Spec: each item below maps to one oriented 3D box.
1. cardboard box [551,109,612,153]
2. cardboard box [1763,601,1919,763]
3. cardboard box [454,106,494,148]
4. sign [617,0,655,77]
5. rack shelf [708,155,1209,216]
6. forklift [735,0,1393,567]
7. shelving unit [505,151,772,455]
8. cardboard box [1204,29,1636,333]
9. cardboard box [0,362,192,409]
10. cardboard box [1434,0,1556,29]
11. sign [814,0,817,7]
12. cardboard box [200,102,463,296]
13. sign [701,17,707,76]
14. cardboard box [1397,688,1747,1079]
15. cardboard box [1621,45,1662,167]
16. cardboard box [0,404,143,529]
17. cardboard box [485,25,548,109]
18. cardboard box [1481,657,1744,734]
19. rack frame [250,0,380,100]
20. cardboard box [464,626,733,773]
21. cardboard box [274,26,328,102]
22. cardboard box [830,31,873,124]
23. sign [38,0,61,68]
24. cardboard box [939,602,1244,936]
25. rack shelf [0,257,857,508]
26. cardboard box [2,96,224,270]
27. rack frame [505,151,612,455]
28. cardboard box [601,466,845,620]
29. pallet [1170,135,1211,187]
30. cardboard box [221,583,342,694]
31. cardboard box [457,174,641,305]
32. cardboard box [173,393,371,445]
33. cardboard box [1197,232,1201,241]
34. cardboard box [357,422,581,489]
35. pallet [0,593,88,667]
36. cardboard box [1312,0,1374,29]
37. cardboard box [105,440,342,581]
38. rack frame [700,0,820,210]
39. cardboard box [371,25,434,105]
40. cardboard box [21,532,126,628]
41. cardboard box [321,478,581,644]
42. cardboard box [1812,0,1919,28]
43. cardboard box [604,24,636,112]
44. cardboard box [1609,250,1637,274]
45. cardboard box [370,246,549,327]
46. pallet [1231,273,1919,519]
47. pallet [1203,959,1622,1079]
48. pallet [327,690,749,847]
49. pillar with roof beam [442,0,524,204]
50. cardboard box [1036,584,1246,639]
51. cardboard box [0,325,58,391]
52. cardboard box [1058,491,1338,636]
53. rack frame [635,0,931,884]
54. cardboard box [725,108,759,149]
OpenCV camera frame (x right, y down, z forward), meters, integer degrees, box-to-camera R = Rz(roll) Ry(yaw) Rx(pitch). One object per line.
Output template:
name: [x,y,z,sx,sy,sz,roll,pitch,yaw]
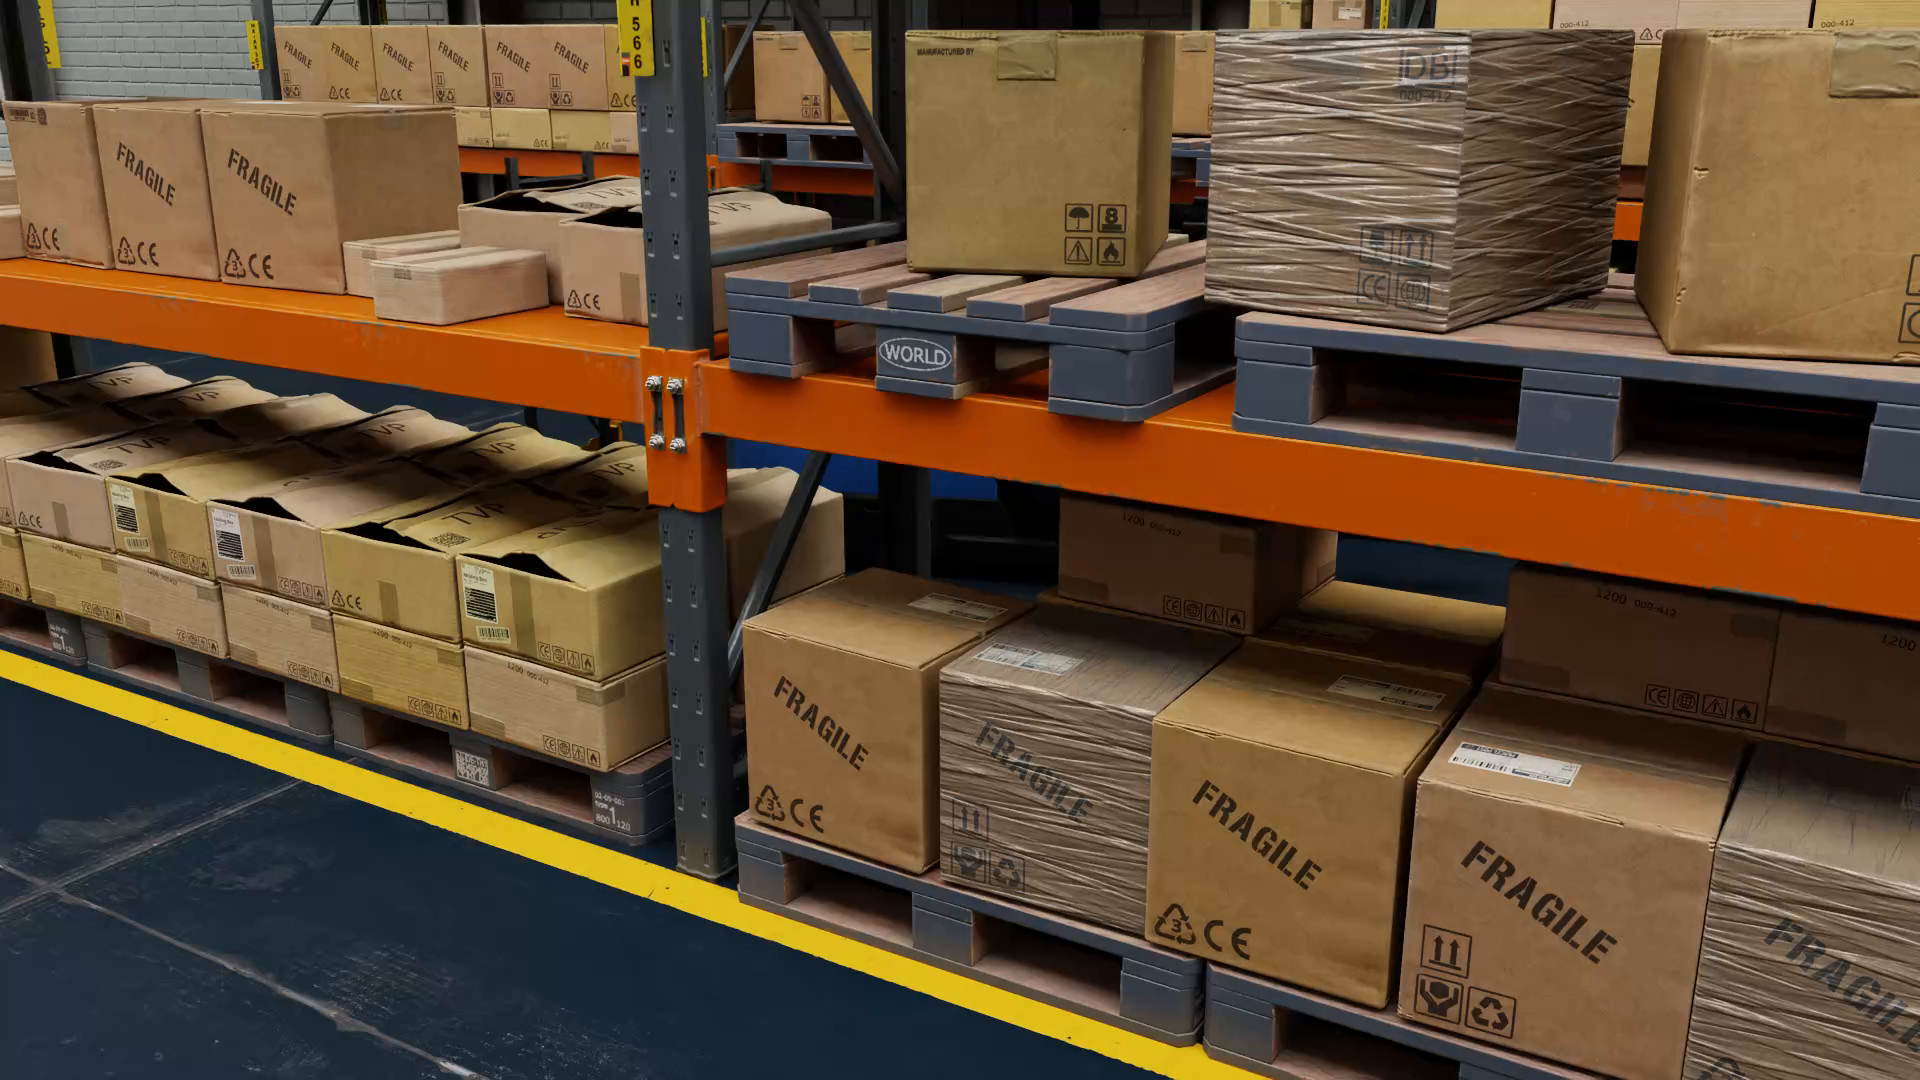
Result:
cardboard box: [-2.195,-2.570,10.404,0.500,0.250,0.500,10,20,30]
cardboard box: [1.878,0.228,3.224,0.500,0.250,0.500,10,20,30]
cardboard box: [-3.061,-2.719,10.894,0.500,0.250,0.500,10,20,31]
sign: [-0.681,-1.137,3.472,0.005,0.325,0.100,10,20,30]
rack shelf: [0.491,-1.909,9.242,4.000,0.370,1.077,10,20,30]
forklift: [0.673,-1.379,6.380,3.031,2.935,1.130,3,17,9]
shelving unit: [-1.360,-0.895,7.248,1.083,1.500,0.587,10,20,30]
cardboard box: [0.881,-0.716,3.182,0.500,0.500,0.700,15,22,40]
cardboard box: [-3.307,-0.493,6.386,0.500,0.311,0.500,10,20,30]
cardboard box: [2.472,-2.370,7.514,0.500,0.250,0.500,11,20,31]
sign: [-0.925,-3.249,10.425,0.005,0.325,0.100,10,20,30]
cardboard box: [-1.832,-1.020,4.907,0.500,0.500,0.500,9,19,27]
sign: [-1.490,-2.836,9.566,0.005,0.325,0.100,10,20,30]
cardboard box: [1.166,0.638,3.163,0.500,0.500,0.500,9,19,28]
cardboard box: [2.917,-1.929,7.353,0.500,0.500,0.500,11,20,32]
cardboard box: [-3.157,-0.281,5.690,0.500,0.311,0.500,10,19,29]
cardboard box: [-2.629,-3.003,10.539,0.500,0.500,0.500,9,19,28]
cardboard box: [1.417,0.505,3.600,0.500,0.500,0.500,9,19,28]
rack frame: [-4.621,-3.166,12.142,0.127,3.000,1.000,10,20,30]
cardboard box: [-0.970,0.374,4.498,0.500,0.250,0.500,11,20,31]
cardboard box: [-4.372,-3.315,11.567,0.500,0.500,0.500,10,20,30]
cardboard box: [-0.325,-2.643,9.492,0.500,0.500,0.700,13,21,36]
sign: [-3.526,-1.982,6.388,0.005,0.325,0.100,10,20,30]
cardboard box: [0.294,0.483,3.676,0.500,0.500,0.500,9,19,28]
rack shelf: [-2.098,-0.681,5.201,4.000,0.370,1.077,10,20,30]
cardboard box: [-2.707,-1.177,5.422,0.500,0.500,0.500,12,21,34]
rack frame: [-1.799,-0.975,7.511,0.032,1.500,0.500,10,20,30]
cardboard box: [-0.686,-0.027,4.854,0.500,0.311,0.500,11,20,32]
pallet: [1.533,-1.939,8.433,1.003,0.211,1.213,10,20,30]
cardboard box: [-1.838,0.219,5.007,0.500,0.250,0.500,11,20,31]
cardboard box: [-1.054,-0.863,4.713,0.500,0.311,0.500,10,19,29]
cardboard box: [-2.436,-0.339,5.879,0.500,0.311,0.500,10,20,30]
cardboard box: [1.102,-1.521,8.980,0.500,0.250,0.500,11,20,31]
cardboard box: [-1.572,-0.183,5.367,0.500,0.311,0.500,10,19,29]
pallet: [-3.154,0.107,6.166,1.213,0.211,1.003,10,20,30]
cardboard box: [1.886,-2.562,8.111,0.250,0.149,0.380,7,18,23]
cardboard box: [-2.270,-0.125,5.176,0.500,0.311,0.500,11,20,32]
rack frame: [-1.213,-2.557,10.139,0.127,3.000,1.000,10,20,30]
cardboard box: [-3.519,-3.157,11.048,0.500,0.500,0.500,9,19,28]
cardboard box: [-2.710,0.064,5.518,0.500,0.250,0.500,9,19,28]
cardboard box: [-1.415,0.029,4.668,0.500,0.311,0.500,10,19,29]
cardboard box: [3.772,-2.142,6.762,0.500,0.250,0.500,10,19,29]
cardboard box: [-1.778,-2.849,10.033,0.500,0.500,0.500,10,20,30]
cardboard box: [2.754,-0.977,7.912,0.750,0.750,0.750,10,19,29]
cardboard box: [-1.305,-0.669,4.356,0.250,0.149,0.380,10,20,30]
pallet: [1.266,-0.335,3.153,1.213,0.211,1.003,10,20,30]
pallet: [1.258,0.922,3.484,1.213,0.211,1.003,10,20,30]
pallet: [-1.075,0.478,4.944,1.213,0.211,1.003,10,20,30]
pillar with roof beam: [-5.825,-5.078,8.114,0.400,9.000,9.100,10,20,30]
cardboard box: [0.526,0.348,4.117,0.500,0.500,0.500,11,20,32]
cardboard box: [-4.033,-0.722,6.815,0.500,0.500,0.500,10,20,30]
cardboard box: [0.576,-0.003,3.983,0.500,0.250,0.500,11,20,32]
rack frame: [-0.394,-0.721,4.095,0.127,3.000,1.000,10,20,30]
cardboard box: [-1.501,-2.620,10.568,0.500,0.250,0.500,10,20,31]
